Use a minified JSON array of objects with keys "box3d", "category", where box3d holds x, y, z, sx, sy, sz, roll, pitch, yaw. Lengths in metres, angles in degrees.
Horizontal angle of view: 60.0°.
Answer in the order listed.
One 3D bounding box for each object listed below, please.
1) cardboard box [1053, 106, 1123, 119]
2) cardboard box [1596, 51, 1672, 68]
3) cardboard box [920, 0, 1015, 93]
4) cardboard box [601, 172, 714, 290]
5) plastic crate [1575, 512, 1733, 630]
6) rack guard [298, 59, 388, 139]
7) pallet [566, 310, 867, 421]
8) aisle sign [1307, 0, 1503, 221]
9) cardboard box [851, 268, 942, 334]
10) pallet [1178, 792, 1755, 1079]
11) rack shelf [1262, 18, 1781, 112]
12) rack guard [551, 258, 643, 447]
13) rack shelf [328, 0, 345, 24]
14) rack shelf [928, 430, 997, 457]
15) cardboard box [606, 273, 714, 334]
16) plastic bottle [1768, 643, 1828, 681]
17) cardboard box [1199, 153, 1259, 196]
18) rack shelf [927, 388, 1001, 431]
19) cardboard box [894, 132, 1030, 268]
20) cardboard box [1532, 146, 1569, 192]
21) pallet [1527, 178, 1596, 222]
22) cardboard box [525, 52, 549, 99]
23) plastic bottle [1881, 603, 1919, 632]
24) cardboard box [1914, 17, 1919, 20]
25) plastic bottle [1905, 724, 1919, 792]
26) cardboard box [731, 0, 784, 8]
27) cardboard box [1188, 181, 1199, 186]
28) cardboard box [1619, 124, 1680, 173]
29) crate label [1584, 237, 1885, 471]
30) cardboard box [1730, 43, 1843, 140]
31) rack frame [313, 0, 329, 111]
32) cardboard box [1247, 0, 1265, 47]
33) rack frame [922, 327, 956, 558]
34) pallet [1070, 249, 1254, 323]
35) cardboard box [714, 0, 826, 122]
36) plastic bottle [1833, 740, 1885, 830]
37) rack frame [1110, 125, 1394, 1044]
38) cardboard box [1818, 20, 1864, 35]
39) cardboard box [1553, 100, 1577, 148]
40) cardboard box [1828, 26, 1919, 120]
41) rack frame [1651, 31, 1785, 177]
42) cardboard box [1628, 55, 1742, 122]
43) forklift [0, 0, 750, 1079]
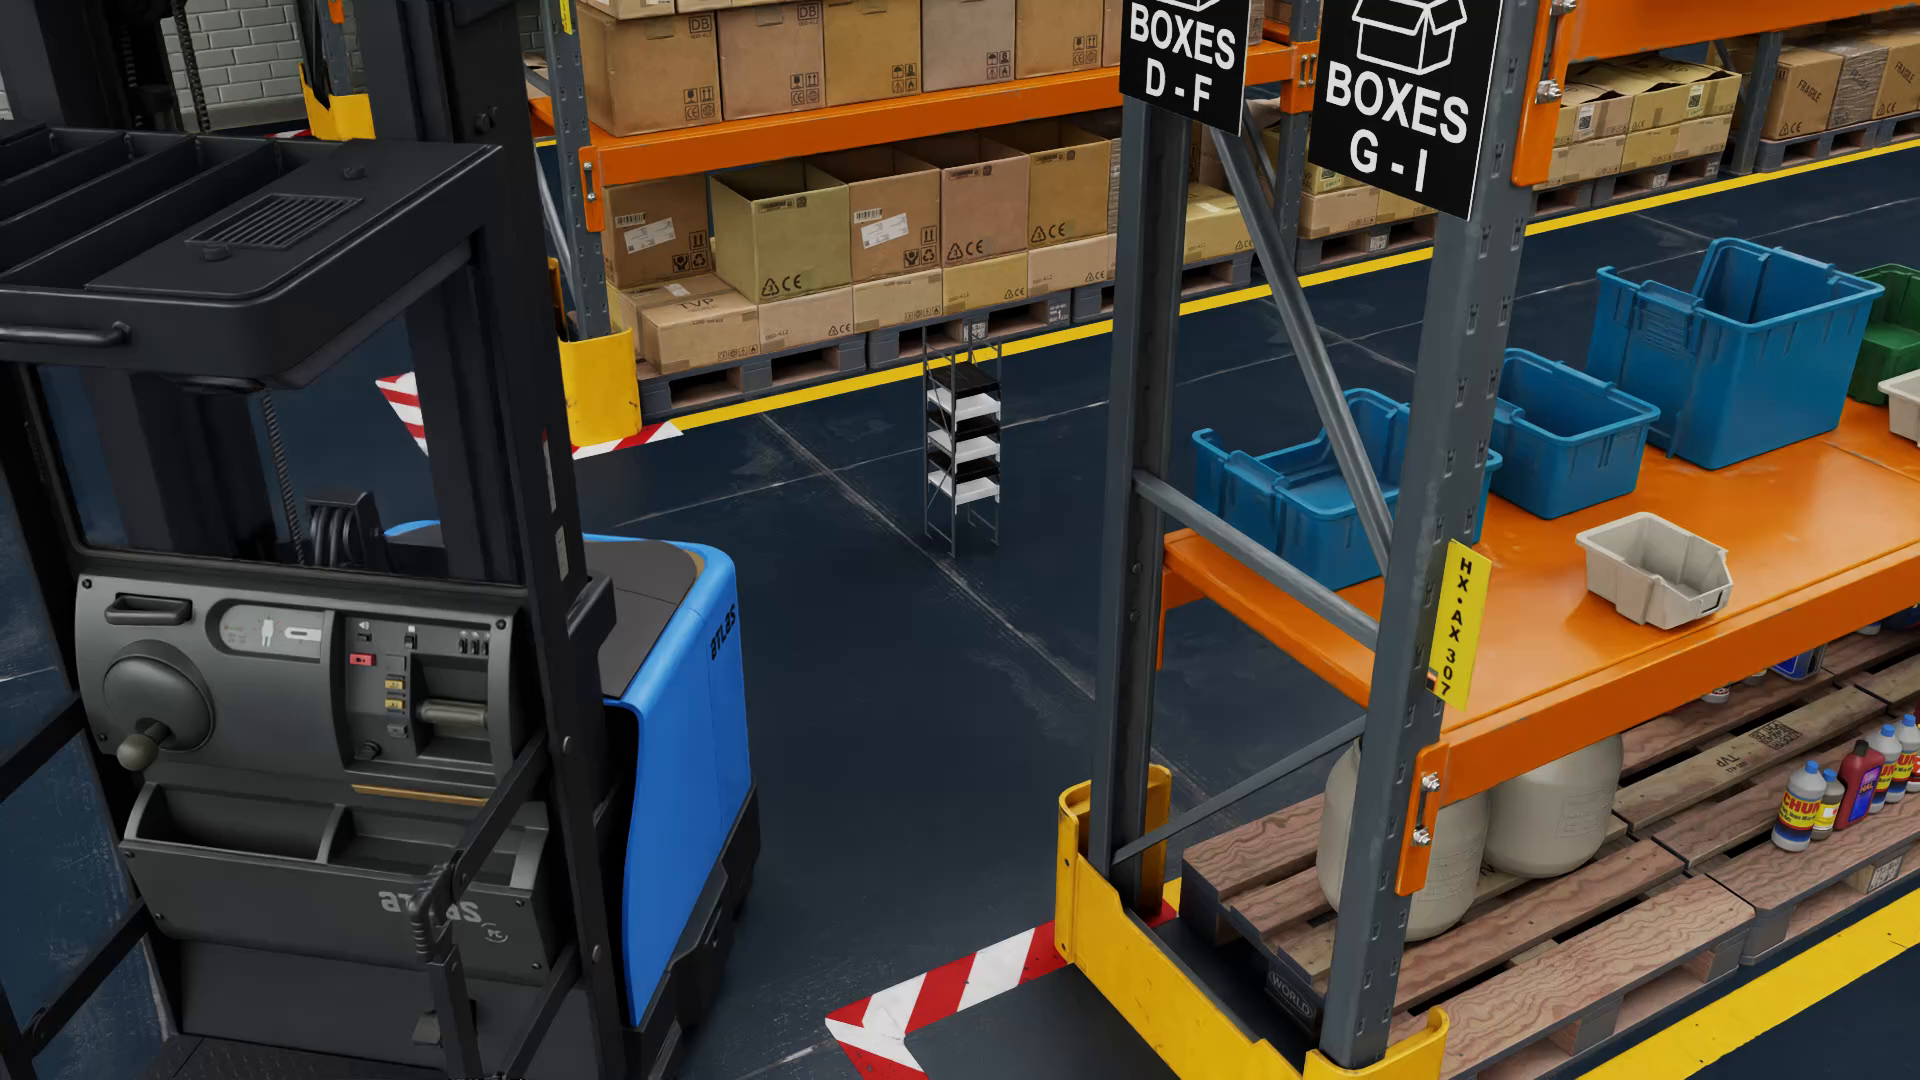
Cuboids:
[{"box3d":[0.600,-2.192,9.253,0.500,0.500,0.500,-16,33,-26],"category":"cardboard box"},{"box3d":[4.434,-3.191,11.259,0.500,0.311,0.500,-15,32,-25],"category":"cardboard box"},{"box3d":[-0.121,-2.546,8.156,0.500,0.500,0.700,-15,32,-25],"category":"cardboard box"},{"box3d":[-1.551,-1.577,8.138,0.500,0.500,0.500,-16,33,-26],"category":"cardboard box"},{"box3d":[1.578,0.082,3.771,0.250,0.136,0.298,-16,33,-26],"category":"plastic crate"},{"box3d":[-4.310,-3.000,11.669,0.348,0.500,1.175,-16,33,-26],"category":"rack guard"},{"box3d":[-1.225,-0.997,8.338,1.213,0.211,1.003,-16,33,-26],"category":"pallet"},{"box3d":[0.730,-0.947,2.672,0.004,0.787,0.394,-16,33,-26],"category":"aisle sign"},{"box3d":[-0.427,-1.278,8.372,0.500,0.250,0.500,-16,33,-26],"category":"cardboard box"},{"box3d":[1.388,1.037,4.652,1.213,0.211,1.003,-16,33,-26],"category":"pallet"},{"box3d":[3.310,-3.167,10.129,4.000,0.370,1.077,-16,33,-26],"category":"rack shelf"},{"box3d":[-1.884,-0.913,7.887,0.348,0.500,1.175,-16,33,-26],"category":"rack guard"},{"box3d":[-2.651,-4.251,12.092,4.000,0.370,1.077,-16,33,-26],"category":"rack shelf"},{"box3d":[0.007,-0.385,6.542,0.190,0.026,0.221,-16,33,-26],"category":"rack shelf"},{"box3d":[-1.550,-1.248,8.317,0.500,0.250,0.500,-16,33,-26],"category":"cardboard box"},{"box3d":[2.753,0.302,5.461,0.135,0.276,0.152,-16,33,-26],"category":"plastic bottle"},{"box3d":[1.796,-2.195,10.034,0.500,0.250,0.500,-16,33,-27],"category":"cardboard box"},{"box3d":[0.007,-0.524,6.465,0.200,0.077,0.258,-16,33,-26],"category":"rack shelf"},{"box3d":[0.007,-1.726,8.409,0.500,0.500,0.500,-16,33,-26],"category":"cardboard box"},{"box3d":[3.385,-2.345,10.305,0.500,0.250,0.500,-15,32,-25],"category":"cardboard box"},{"box3d":[3.254,-2.269,10.643,1.213,0.211,1.003,-16,33,-26],"category":"pallet"},{"box3d":[-3.242,-3.363,12.066,0.500,0.311,0.500,-13,31,-22],"category":"cardboard box"},{"box3d":[3.259,0.124,5.707,0.185,0.351,0.144,-16,33,-26],"category":"plastic bottle"},{"box3d":[7.340,-3.569,12.244,0.500,0.500,0.500,-15,32,-26],"category":"cardboard box"},{"box3d":[2.832,0.637,4.932,0.097,0.201,0.097,0,29,0],"category":"plastic bottle"},{"box3d":[-0.973,-2.474,7.353,0.250,0.149,0.380,-16,33,-26],"category":"cardboard box"},{"box3d":[1.032,-1.985,9.654,0.500,0.250,0.500,-16,33,-26],"category":"cardboard box"},{"box3d":[4.262,-2.594,10.756,0.500,0.250,0.500,-16,33,-27],"category":"cardboard box"},{"box3d":[2.093,-0.528,4.565,0.616,0.435,0.502,-16,33,-26],"category":"crate label"},{"box3d":[5.572,-3.062,11.326,0.500,0.500,0.500,-14,32,-24],"category":"cardboard box"},{"box3d":[-4.374,-4.075,11.029,0.053,2.616,0.949,-16,33,-26],"category":"rack frame"},{"box3d":[1.206,-2.925,8.842,0.500,0.500,0.700,-17,33,-28],"category":"cardboard box"},{"box3d":[-0.081,-0.371,6.491,0.006,0.900,0.240,-16,33,-26],"category":"rack frame"},{"box3d":[0.879,-1.594,9.420,1.213,0.211,1.003,-16,33,-26],"category":"pallet"},{"box3d":[-1.004,-2.297,7.703,0.500,0.500,0.700,-15,32,-25],"category":"cardboard box"},{"box3d":[2.569,0.686,4.759,0.133,0.283,0.061,-15,32,-26],"category":"plastic bottle"},{"box3d":[0.645,0.052,3.550,0.053,2.616,0.949,-16,33,-26],"category":"rack frame"},{"box3d":[6.168,-3.523,12.161,0.500,0.500,0.500,-17,33,-28],"category":"cardboard box"},{"box3d":[3.393,-2.592,10.173,0.500,0.311,0.500,-15,32,-25],"category":"cardboard box"},{"box3d":[6.455,-3.313,11.781,0.500,0.500,0.500,-16,33,-27],"category":"cardboard box"},{"box3d":[5.035,-3.972,10.842,0.127,3.000,1.000,-16,33,-26],"category":"rack frame"},{"box3d":[4.708,-2.966,10.851,0.500,0.311,0.500,-15,32,-25],"category":"cardboard box"},{"box3d":[-1.325,0.333,3.113,1.130,2.935,3.031,3,29,6],"category":"forklift"}]
